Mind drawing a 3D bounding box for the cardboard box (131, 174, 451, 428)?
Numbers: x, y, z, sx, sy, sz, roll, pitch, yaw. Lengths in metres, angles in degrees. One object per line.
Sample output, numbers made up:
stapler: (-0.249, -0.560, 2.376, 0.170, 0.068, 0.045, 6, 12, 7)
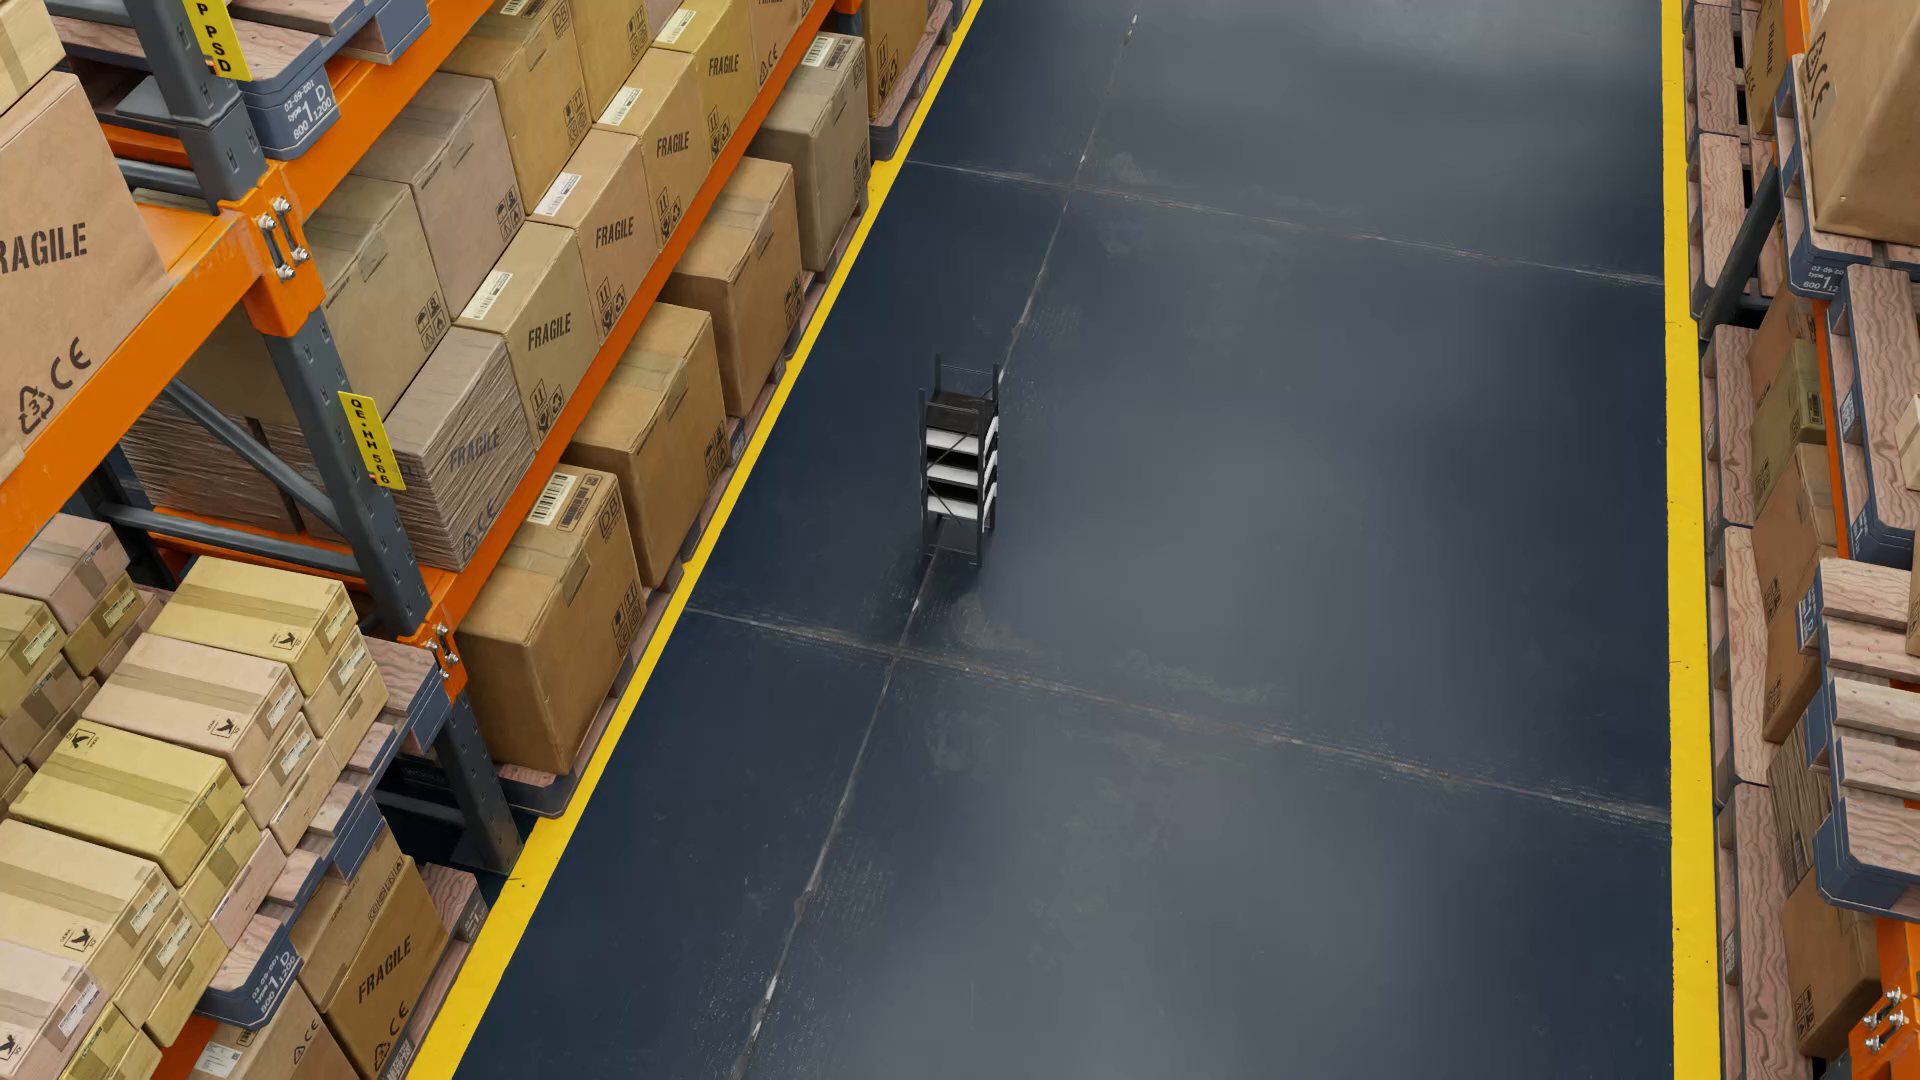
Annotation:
cardboard box: (-1.872, -0.675, 4.531, 0.700, 0.500, 0.500, 11, 50, 10)

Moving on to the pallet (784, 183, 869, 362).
pallet: (-1.077, -1.386, 7.752, 1.003, 0.211, 1.213, 12, 50, 10)

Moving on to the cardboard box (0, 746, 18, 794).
cardboard box: (-2.457, 0.557, 3.865, 0.380, 0.149, 0.250, 10, 49, 9)

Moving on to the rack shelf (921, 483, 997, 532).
rack shelf: (-0.002, -0.151, 6.486, 0.258, 0.077, 0.200, 12, 50, 10)

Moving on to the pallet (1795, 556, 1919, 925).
pallet: (2.844, 0.590, 4.275, 1.213, 0.211, 1.003, 12, 50, 10)

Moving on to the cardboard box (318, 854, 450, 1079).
cardboard box: (-1.921, 1.227, 4.972, 0.500, 0.500, 0.500, 11, 50, 10)

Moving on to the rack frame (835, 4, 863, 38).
rack frame: (-0.947, -2.882, 7.212, 1.000, 3.000, 0.127, 12, 50, 10)

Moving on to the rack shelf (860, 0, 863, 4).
rack shelf: (-0.421, -4.091, 8.758, 1.077, 0.370, 4.000, 12, 50, 10)

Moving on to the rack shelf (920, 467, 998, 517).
rack shelf: (-0.002, -0.210, 6.419, 0.258, 0.077, 0.200, 12, 50, 10)

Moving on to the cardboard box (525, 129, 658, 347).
cardboard box: (-1.357, -1.026, 5.507, 0.500, 0.500, 0.500, 12, 50, 10)

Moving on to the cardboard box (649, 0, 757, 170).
cardboard box: (-1.092, -1.754, 6.149, 0.500, 0.500, 0.500, 12, 50, 10)

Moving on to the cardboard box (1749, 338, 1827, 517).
cardboard box: (3.485, -0.367, 6.366, 0.700, 0.500, 0.500, 11, 50, 10)

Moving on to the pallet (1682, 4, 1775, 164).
pallet: (4.273, -2.285, 8.545, 1.003, 0.211, 1.213, 12, 50, 10)

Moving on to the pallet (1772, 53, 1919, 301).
pallet: (3.470, -1.242, 5.893, 1.003, 0.211, 1.213, 12, 50, 10)

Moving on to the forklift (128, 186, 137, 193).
forklift: (-3.448, -2.143, 6.606, 3.031, 2.935, 1.130, 29, 55, 23)

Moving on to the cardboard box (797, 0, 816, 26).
cardboard box: (-0.826, -2.485, 6.795, 0.500, 0.500, 0.500, 11, 50, 10)

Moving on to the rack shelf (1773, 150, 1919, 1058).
rack shelf: (3.285, -0.145, 5.276, 1.077, 0.370, 4.000, 12, 50, 10)

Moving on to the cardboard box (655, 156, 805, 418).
cardboard box: (-1.281, -1.113, 6.871, 1.050, 0.750, 0.750, 12, 50, 10)

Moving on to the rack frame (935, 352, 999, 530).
rack frame: (0.025, -0.365, 6.391, 0.240, 0.900, 0.006, 12, 50, 10)

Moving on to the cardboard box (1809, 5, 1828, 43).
cardboard box: (3.585, -1.960, 6.566, 0.380, 0.149, 0.250, 12, 50, 10)

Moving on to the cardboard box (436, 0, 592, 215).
cardboard box: (-1.607, -1.413, 5.182, 0.700, 0.500, 0.500, 11, 49, 9)

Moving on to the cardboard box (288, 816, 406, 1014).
cardboard box: (-1.927, 0.998, 4.675, 0.500, 0.250, 0.500, 11, 49, 9)

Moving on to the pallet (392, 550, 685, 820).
pallet: (-1.720, 0.379, 6.194, 1.003, 0.211, 1.213, 12, 50, 10)

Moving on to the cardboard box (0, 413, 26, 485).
cardboard box: (-2.024, -0.187, 2.766, 0.500, 0.500, 0.500, 12, 50, 10)

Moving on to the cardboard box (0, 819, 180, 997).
cardboard box: (-1.890, 0.768, 3.481, 0.380, 0.149, 0.250, 13, 50, 11)

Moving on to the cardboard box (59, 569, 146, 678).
cardboard box: (-2.321, 0.167, 4.210, 0.380, 0.149, 0.250, 14, 50, 12)

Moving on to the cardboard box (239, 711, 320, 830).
cardboard box: (-1.759, 0.498, 3.918, 0.380, 0.149, 0.250, 13, 50, 11)

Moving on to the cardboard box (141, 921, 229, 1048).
cardboard box: (-1.890, 0.948, 3.719, 0.380, 0.149, 0.250, 11, 49, 10)

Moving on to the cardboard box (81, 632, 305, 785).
cardboard box: (-1.755, 0.385, 3.819, 0.380, 0.149, 0.250, 11, 49, 10)

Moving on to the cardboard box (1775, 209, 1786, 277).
cardboard box: (3.955, -1.423, 7.311, 0.500, 0.500, 0.500, 10, 49, 9)

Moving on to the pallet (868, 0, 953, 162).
pallet: (-0.671, -2.494, 8.729, 1.003, 0.211, 1.213, 12, 50, 10)

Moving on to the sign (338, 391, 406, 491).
sign: (-1.474, -0.245, 4.165, 0.100, 0.325, 0.005, 12, 50, 10)

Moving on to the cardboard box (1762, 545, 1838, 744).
cardboard box: (3.192, 0.441, 5.653, 0.700, 0.500, 0.500, 15, 50, 13)

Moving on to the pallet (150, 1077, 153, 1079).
pallet: (-2.481, 1.515, 3.459, 1.003, 0.211, 1.213, 12, 50, 10)

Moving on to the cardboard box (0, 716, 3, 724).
cardboard box: (-2.445, 0.426, 3.783, 0.380, 0.149, 0.250, 11, 50, 10)

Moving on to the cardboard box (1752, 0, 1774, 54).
cardboard box: (4.377, -2.699, 8.437, 0.500, 0.500, 0.500, 16, 50, 14)

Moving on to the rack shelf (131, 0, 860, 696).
rack shelf: (-1.473, -1.197, 6.205, 1.077, 0.370, 4.000, 12, 50, 10)

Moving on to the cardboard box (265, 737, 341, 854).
cardboard box: (-1.753, 0.582, 4.042, 0.380, 0.149, 0.250, 11, 50, 10)

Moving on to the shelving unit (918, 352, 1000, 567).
shelving unit: (-0.002, -0.292, 6.326, 0.258, 0.900, 0.210, 12, 50, 10)

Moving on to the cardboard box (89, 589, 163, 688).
cardboard box: (-2.312, 0.239, 4.344, 0.380, 0.149, 0.250, 11, 49, 10)

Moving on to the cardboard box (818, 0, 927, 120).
cardboard box: (-0.714, -2.759, 8.240, 0.875, 0.875, 0.875, 12, 50, 11)

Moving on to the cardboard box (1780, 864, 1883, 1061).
cardboard box: (2.916, 1.256, 4.933, 0.700, 0.500, 0.500, 9, 49, 8)

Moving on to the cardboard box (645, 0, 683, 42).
cardboard box: (-1.339, -2.148, 5.830, 0.700, 0.500, 0.500, 12, 50, 10)

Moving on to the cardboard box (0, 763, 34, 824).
cardboard box: (-2.454, 0.629, 4.001, 0.380, 0.149, 0.250, 14, 50, 12)

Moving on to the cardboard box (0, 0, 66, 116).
cardboard box: (-1.856, -0.924, 2.906, 0.396, 0.266, 0.258, 12, 50, 10)

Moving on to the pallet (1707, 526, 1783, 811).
pallet: (3.289, 0.541, 6.050, 1.003, 0.211, 1.213, 12, 50, 10)

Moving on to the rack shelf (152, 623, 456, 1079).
rack shelf: (-2.526, 1.696, 3.651, 1.077, 0.370, 4.000, 12, 50, 10)

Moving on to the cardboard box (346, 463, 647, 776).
cardboard box: (-1.753, 0.194, 5.717, 1.050, 0.750, 0.750, 11, 49, 10)

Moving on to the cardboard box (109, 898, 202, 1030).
cardboard box: (-1.892, 0.869, 3.590, 0.380, 0.149, 0.250, 12, 50, 10)

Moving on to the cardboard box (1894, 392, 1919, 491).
cardboard box: (2.937, -0.291, 4.734, 0.396, 0.266, 0.258, 10, 49, 9)

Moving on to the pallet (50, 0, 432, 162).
pallet: (-1.881, -1.395, 4.025, 1.213, 0.211, 1.003, 14, 50, 12)

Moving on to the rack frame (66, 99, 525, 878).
rack frame: (-2.000, 0.011, 4.658, 1.000, 3.000, 0.127, 12, 50, 10)

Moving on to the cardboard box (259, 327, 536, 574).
cardboard box: (-1.621, -0.293, 4.860, 0.500, 0.500, 0.500, 12, 50, 10)

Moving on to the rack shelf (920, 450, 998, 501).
rack shelf: (-0.002, -0.270, 6.351, 0.258, 0.077, 0.200, 12, 50, 10)

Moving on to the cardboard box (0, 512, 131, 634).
cardboard box: (-2.309, 0.058, 4.108, 0.380, 0.149, 0.250, 12, 50, 10)
